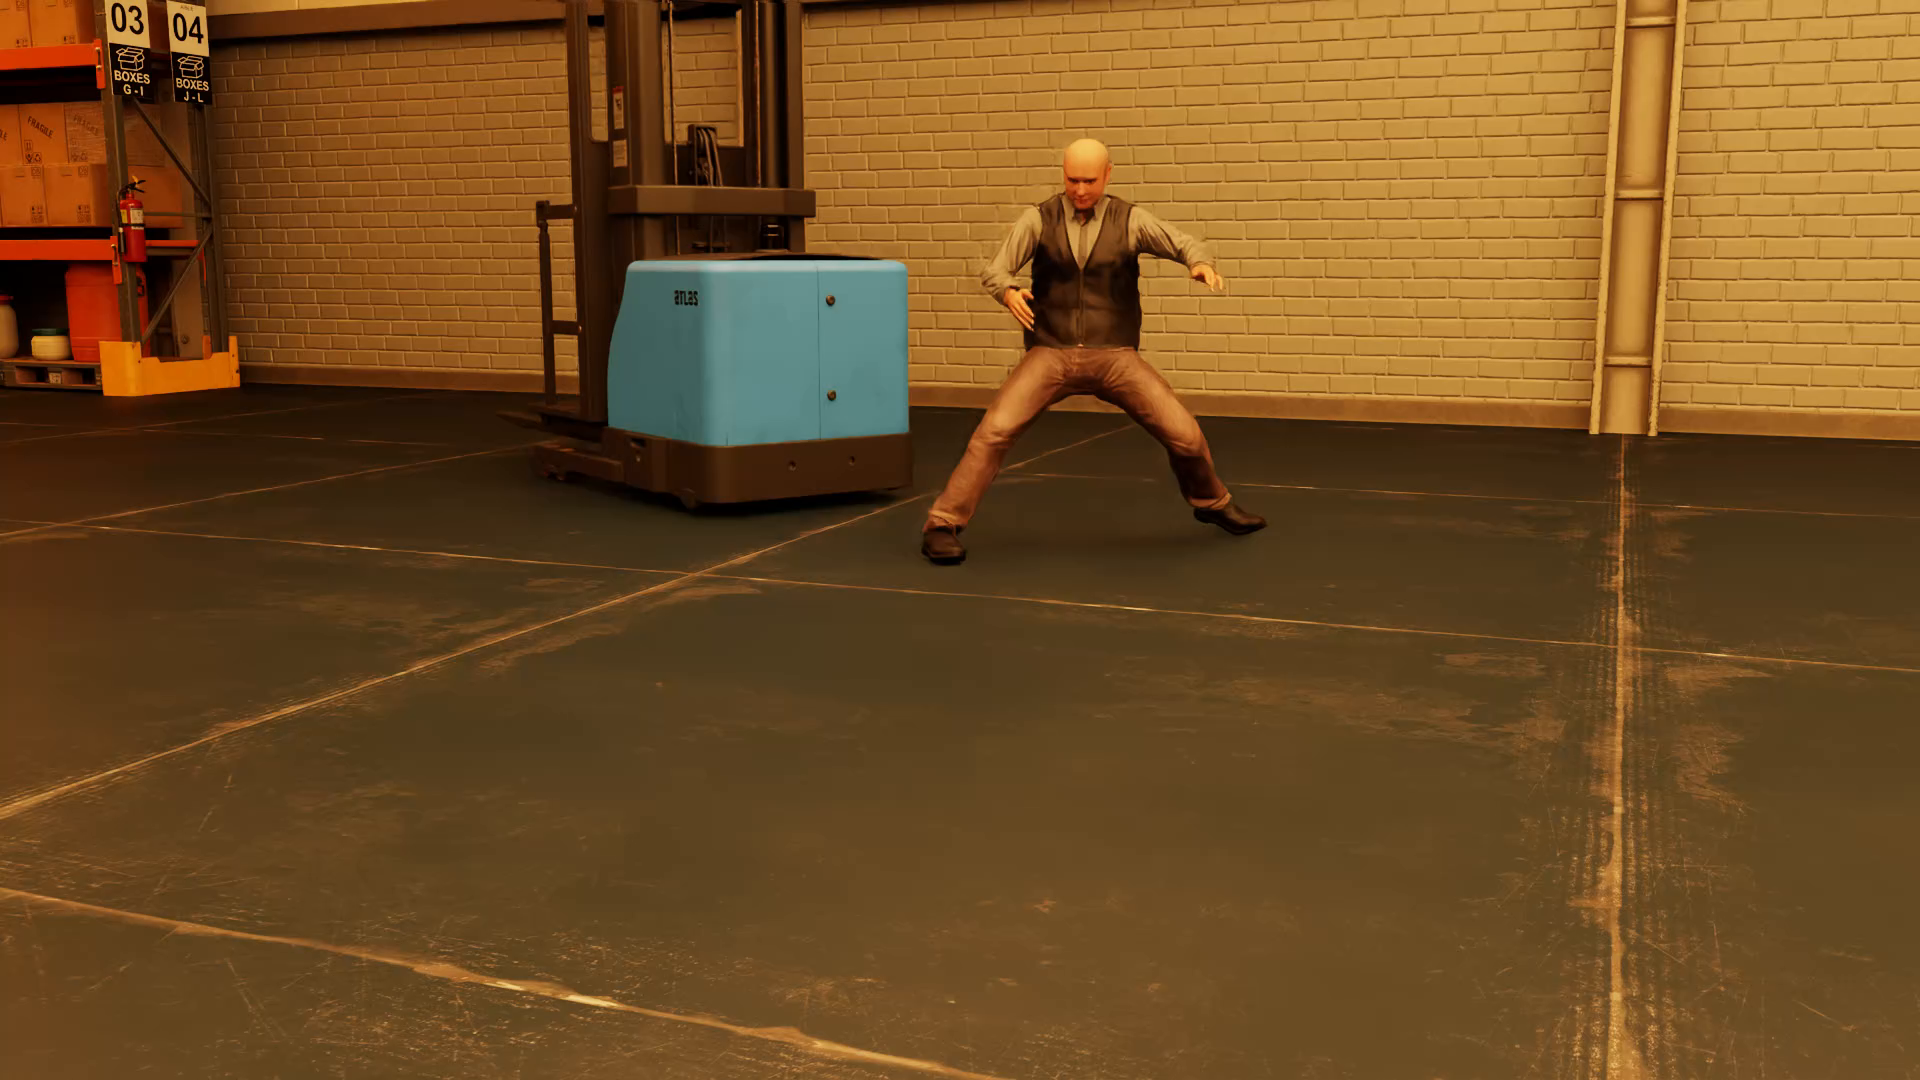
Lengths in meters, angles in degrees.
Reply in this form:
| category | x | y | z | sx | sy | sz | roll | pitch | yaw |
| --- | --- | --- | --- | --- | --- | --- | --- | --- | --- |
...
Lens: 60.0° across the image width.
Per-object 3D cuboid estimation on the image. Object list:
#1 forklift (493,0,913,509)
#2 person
| category | x | y | z | sx | sy | sz | roll | pitch | yaw |
| --- | --- | --- | --- | --- | --- | --- | --- | --- | --- |
| forklift | -1.484 | -1.775 | 8.188 | 1.130 | 2.935 | 3.031 | -7 | 12 | -35 |
| person | 0.523 | -0.712 | 6.151 | 1.304 | 1.513 | 0.809 | 1 | 10 | 5 |
